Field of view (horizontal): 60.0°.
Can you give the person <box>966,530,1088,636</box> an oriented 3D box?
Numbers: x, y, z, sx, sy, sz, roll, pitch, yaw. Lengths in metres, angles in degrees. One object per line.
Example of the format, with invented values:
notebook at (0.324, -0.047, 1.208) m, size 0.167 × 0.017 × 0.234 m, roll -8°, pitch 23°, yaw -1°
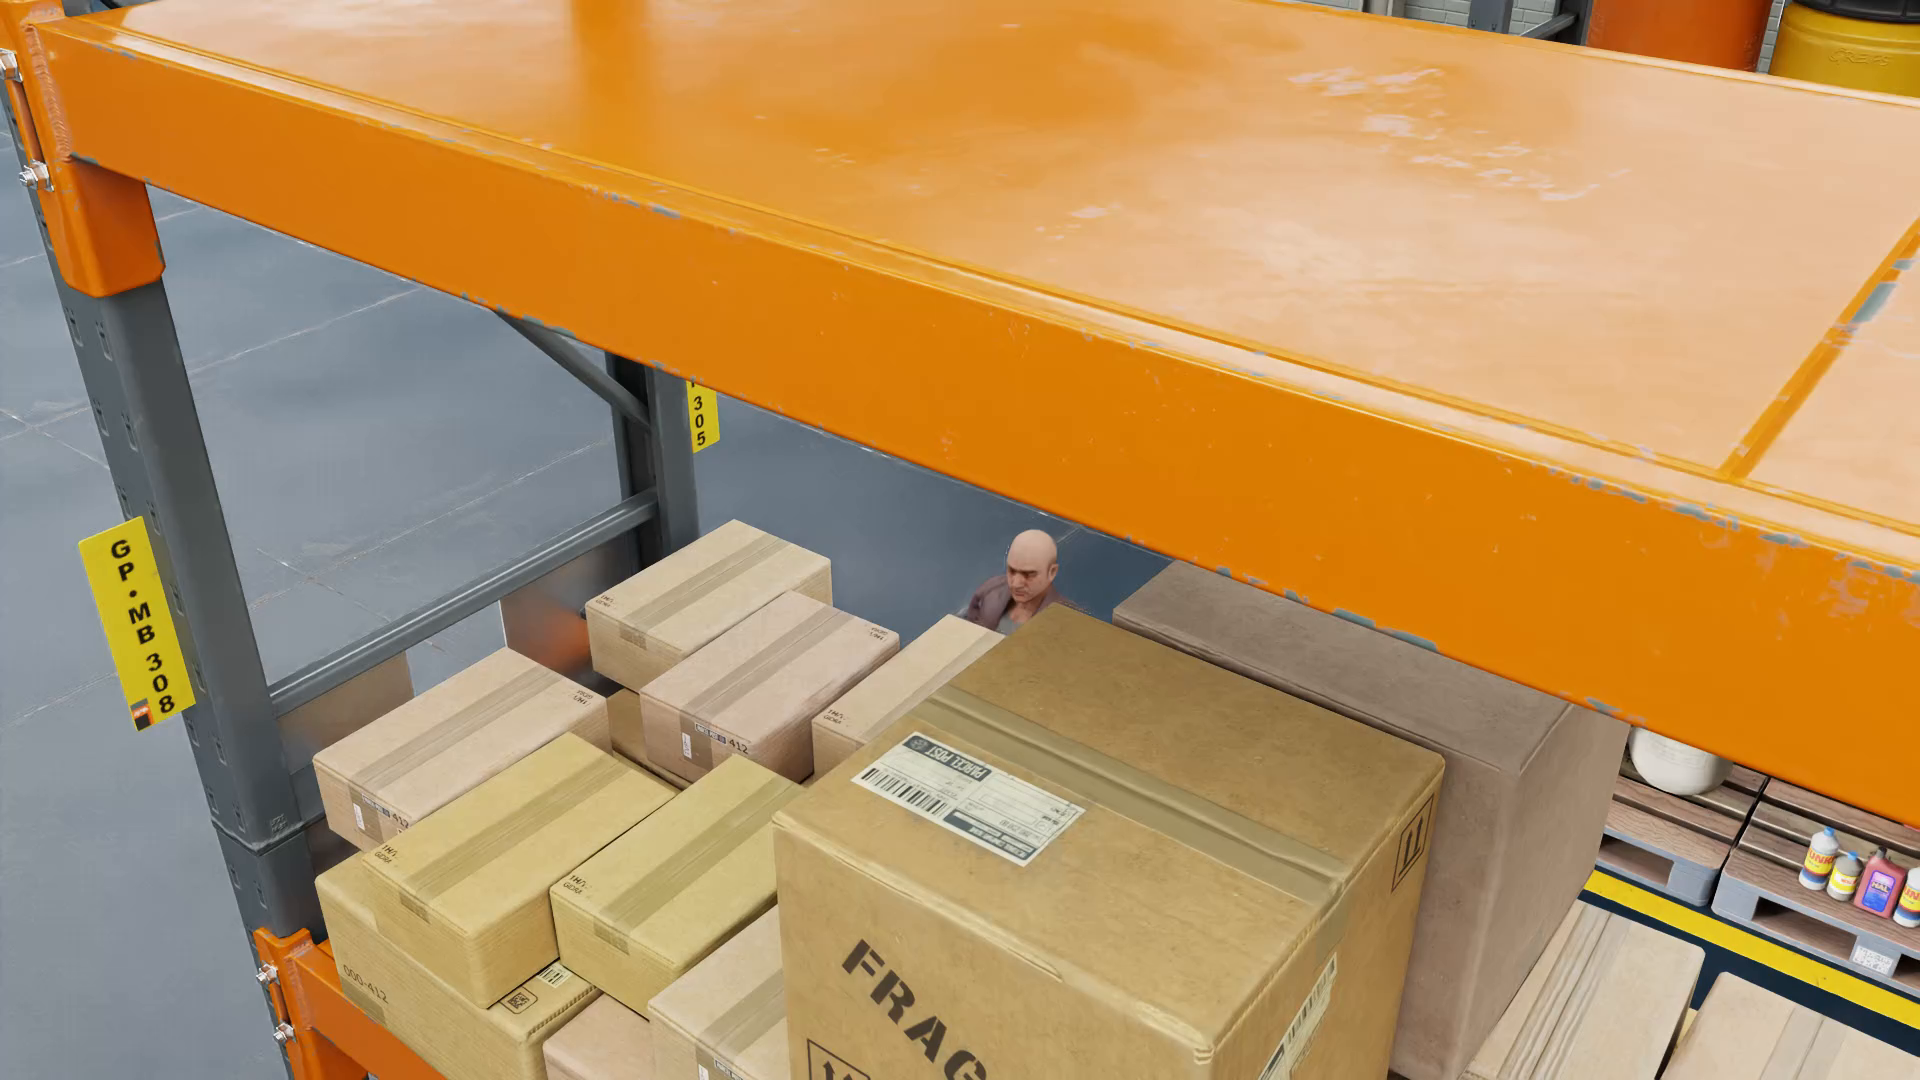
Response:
person at (0.178, 0.789, 6.310) m, size 0.527 × 1.780 × 0.559 m, roll 21°, pitch 36°, yaw 31°
